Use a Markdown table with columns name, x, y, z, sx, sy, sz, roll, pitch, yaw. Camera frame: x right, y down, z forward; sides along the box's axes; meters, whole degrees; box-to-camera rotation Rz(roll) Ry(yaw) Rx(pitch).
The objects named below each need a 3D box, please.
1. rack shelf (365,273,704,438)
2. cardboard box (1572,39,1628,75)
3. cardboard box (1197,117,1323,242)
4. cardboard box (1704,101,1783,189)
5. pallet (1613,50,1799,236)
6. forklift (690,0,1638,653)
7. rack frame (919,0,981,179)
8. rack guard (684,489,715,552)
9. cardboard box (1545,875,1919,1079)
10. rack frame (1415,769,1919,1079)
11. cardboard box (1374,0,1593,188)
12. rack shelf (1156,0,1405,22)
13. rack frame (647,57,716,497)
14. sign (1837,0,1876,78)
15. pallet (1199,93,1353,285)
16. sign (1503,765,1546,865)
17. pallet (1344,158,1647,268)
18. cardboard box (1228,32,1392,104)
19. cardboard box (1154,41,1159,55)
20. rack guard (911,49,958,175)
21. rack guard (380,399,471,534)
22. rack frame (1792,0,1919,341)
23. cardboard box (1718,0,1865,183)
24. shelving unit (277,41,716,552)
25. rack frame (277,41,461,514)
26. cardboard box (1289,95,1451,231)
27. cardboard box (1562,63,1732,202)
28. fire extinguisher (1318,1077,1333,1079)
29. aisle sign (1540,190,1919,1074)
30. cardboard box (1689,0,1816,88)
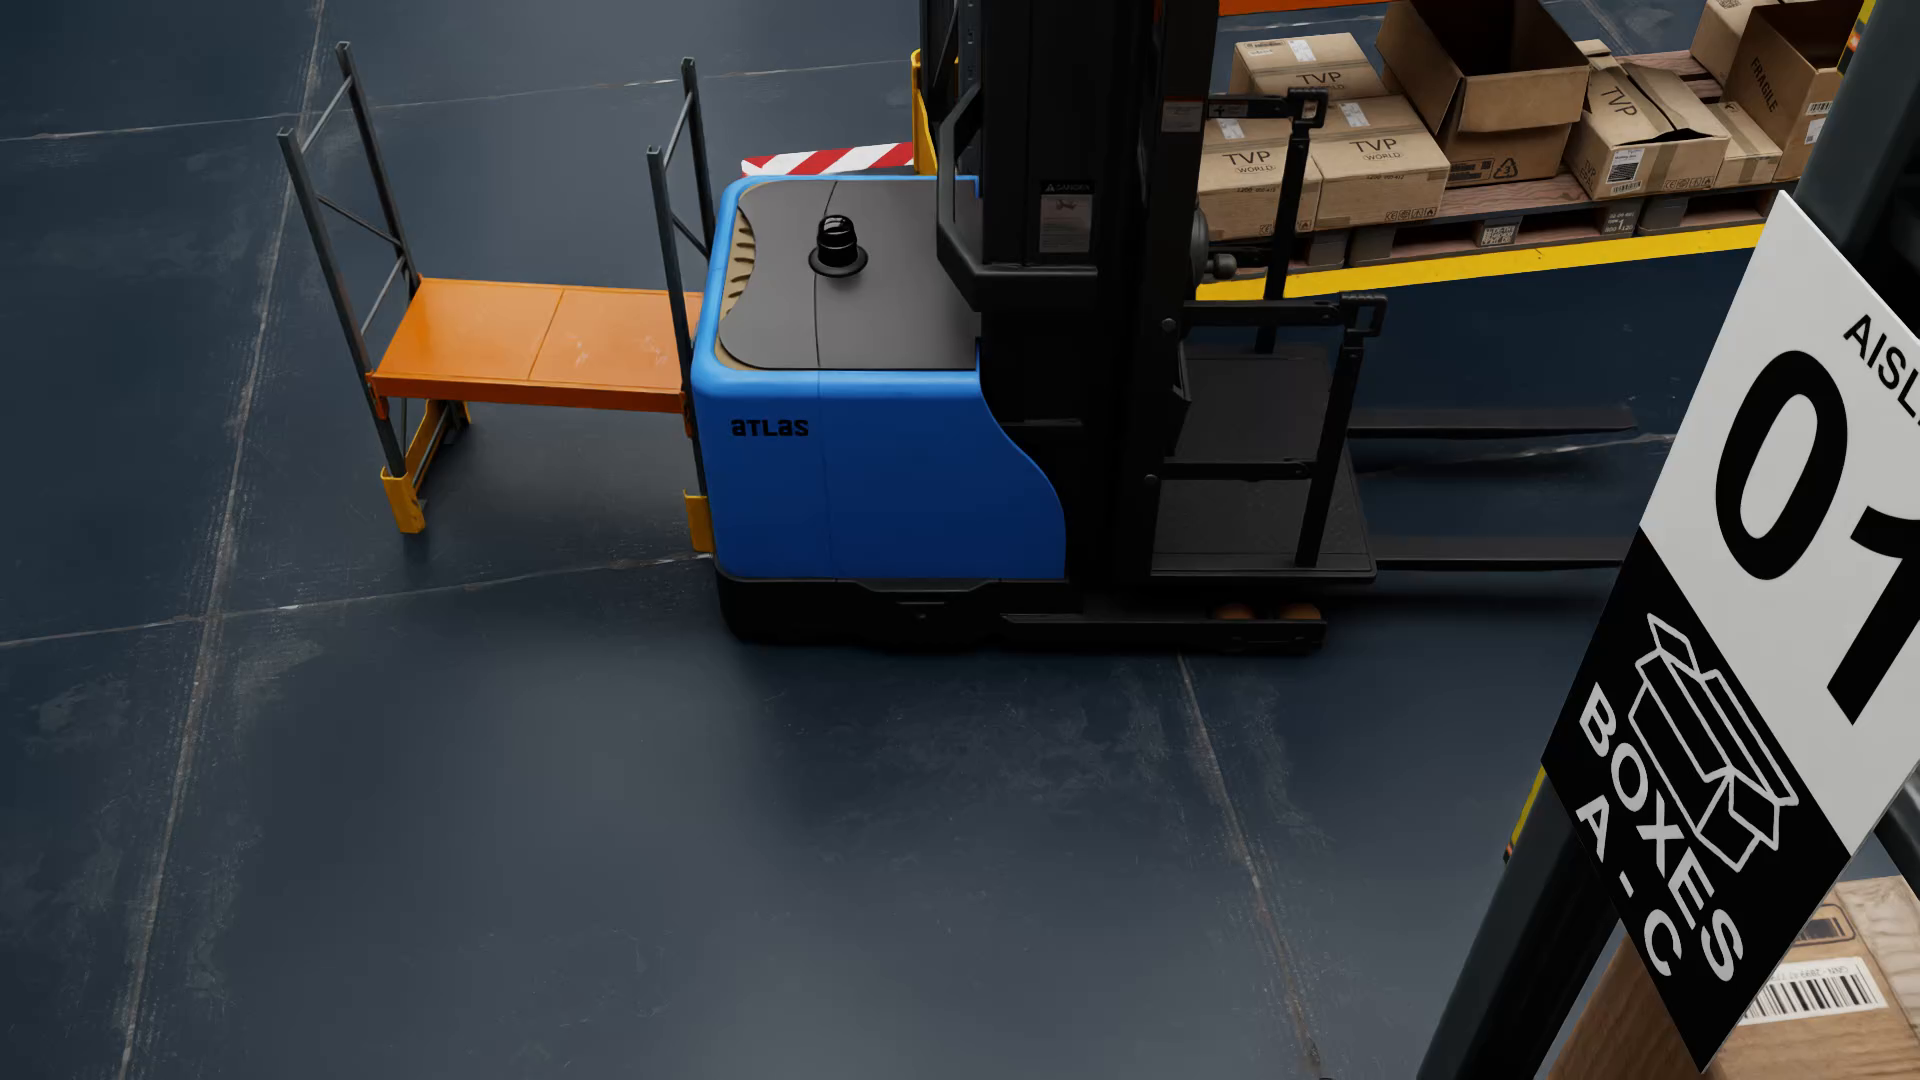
| name | x | y | z | sx | sy | sz | roll | pitch | yaw |
| --- | --- | --- | --- | --- | --- | --- | --- | --- | --- |
| rack shelf | -1.308 | -0.597 | 5.313 | 1.000 | 0.185 | 0.538 | 4 | 46 | 3 |
| cardboard box | 2.626 | -1.934 | 6.972 | 0.250 | 0.166 | 0.380 | -7 | 46 | -7 |
| cardboard box | 1.063 | -1.410 | 6.410 | 0.500 | 0.250 | 0.500 | -7 | 46 | -7 |
| cardboard box | 3.055 | -1.579 | 6.643 | 0.250 | 0.149 | 0.380 | -7 | 46 | -7 |
| pallet | 3.251 | -1.725 | 7.045 | 1.213 | 0.211 | 1.003 | -7 | 46 | -7 |
| forklift | 0.766 | -1.052 | 4.509 | 3.031 | 2.935 | 1.130 | 0 | 46 | 0 |
| rack frame | -0.014 | -2.285 | 5.648 | 0.127 | 3.000 | 1.000 | -7 | 46 | -7 |
| rack guard | -0.821 | -0.258 | 5.605 | 0.087 | 0.250 | 0.587 | 4 | 46 | 3 |
| cardboard box | 1.335 | 1.056 | 2.221 | 0.700 | 0.700 | 0.980 | -5 | 46 | -5 |
| rack frame | 0.834 | 1.230 | 2.262 | 0.127 | 3.000 | 1.000 | -7 | 46 | -7 |
| cardboard box | 2.077 | -1.828 | 6.636 | 0.637 | 0.503 | 0.797 | -7 | 46 | -7 |
| rack shelf | 1.957 | -2.281 | 6.144 | 4.000 | 0.370 | 1.077 | -7 | 46 | -7 |
| rack frame | -0.801 | -0.690 | 5.154 | 0.032 | 1.500 | 0.500 | 4 | 46 | 3 |
| sign | 0.756 | -0.477 | 1.264 | 0.005 | 0.325 | 0.100 | -7 | 46 | -7 |
| pallet | 0.846 | -1.425 | 6.757 | 1.213 | 0.211 | 1.003 | -7 | 46 | -7 |
| sign | 0.756 | 0.359 | 2.132 | 0.005 | 0.325 | 0.100 | -7 | 46 | -7 |
| pallet | 2.046 | -1.572 | 6.899 | 1.213 | 0.211 | 1.003 | -7 | 46 | -7 |
| cardboard box | 1.421 | -1.820 | 6.805 | 0.500 | 0.250 | 0.500 | -7 | 46 | -7 |
| cardboard box | 0.480 | -1.812 | 6.623 | 0.500 | 0.500 | 0.500 | -7 | 46 | -7 |
| rack guard | 0.061 | -1.427 | 6.557 | 0.348 | 0.500 | 1.175 | -7 | 46 | -7 |
| rack guard | -1.813 | -0.319 | 5.664 | 0.087 | 0.250 | 0.587 | 4 | 46 | 3 |
| rack frame | 0.834 | -0.852 | 0.102 | 0.127 | 3.000 | 1.000 | -7 | 46 | -7 |
| cardboard box | 3.414 | -1.790 | 6.602 | 0.500 | 0.500 | 0.500 | -7 | 46 | -7 |
| shelving unit | -1.317 | -0.722 | 5.184 | 1.083 | 1.500 | 0.587 | 4 | 46 | 3 |
| rack frame | -1.814 | -0.753 | 5.214 | 0.032 | 1.500 | 0.500 | 4 | 46 | 3 |
| cardboard box | 1.556 | -1.472 | 6.469 | 0.500 | 0.250 | 0.500 | -7 | 46 | -7 |
| cardboard box | 2.675 | -1.632 | 6.581 | 0.500 | 0.311 | 0.500 | -7 | 46 | -7 |
| fire extinguisher | 0.607 | 1.077 | 2.722 | 0.183 | 0.674 | 0.296 | -7 | 46 | -7 |
| aisle sign | 0.712 | 0.124 | 1.522 | 0.004 | 0.787 | 0.394 | -7 | 46 | -7 |
| cardboard box | 3.477 | -2.097 | 7.030 | 0.500 | 0.311 | 0.500 | -7 | 46 | -7 |
